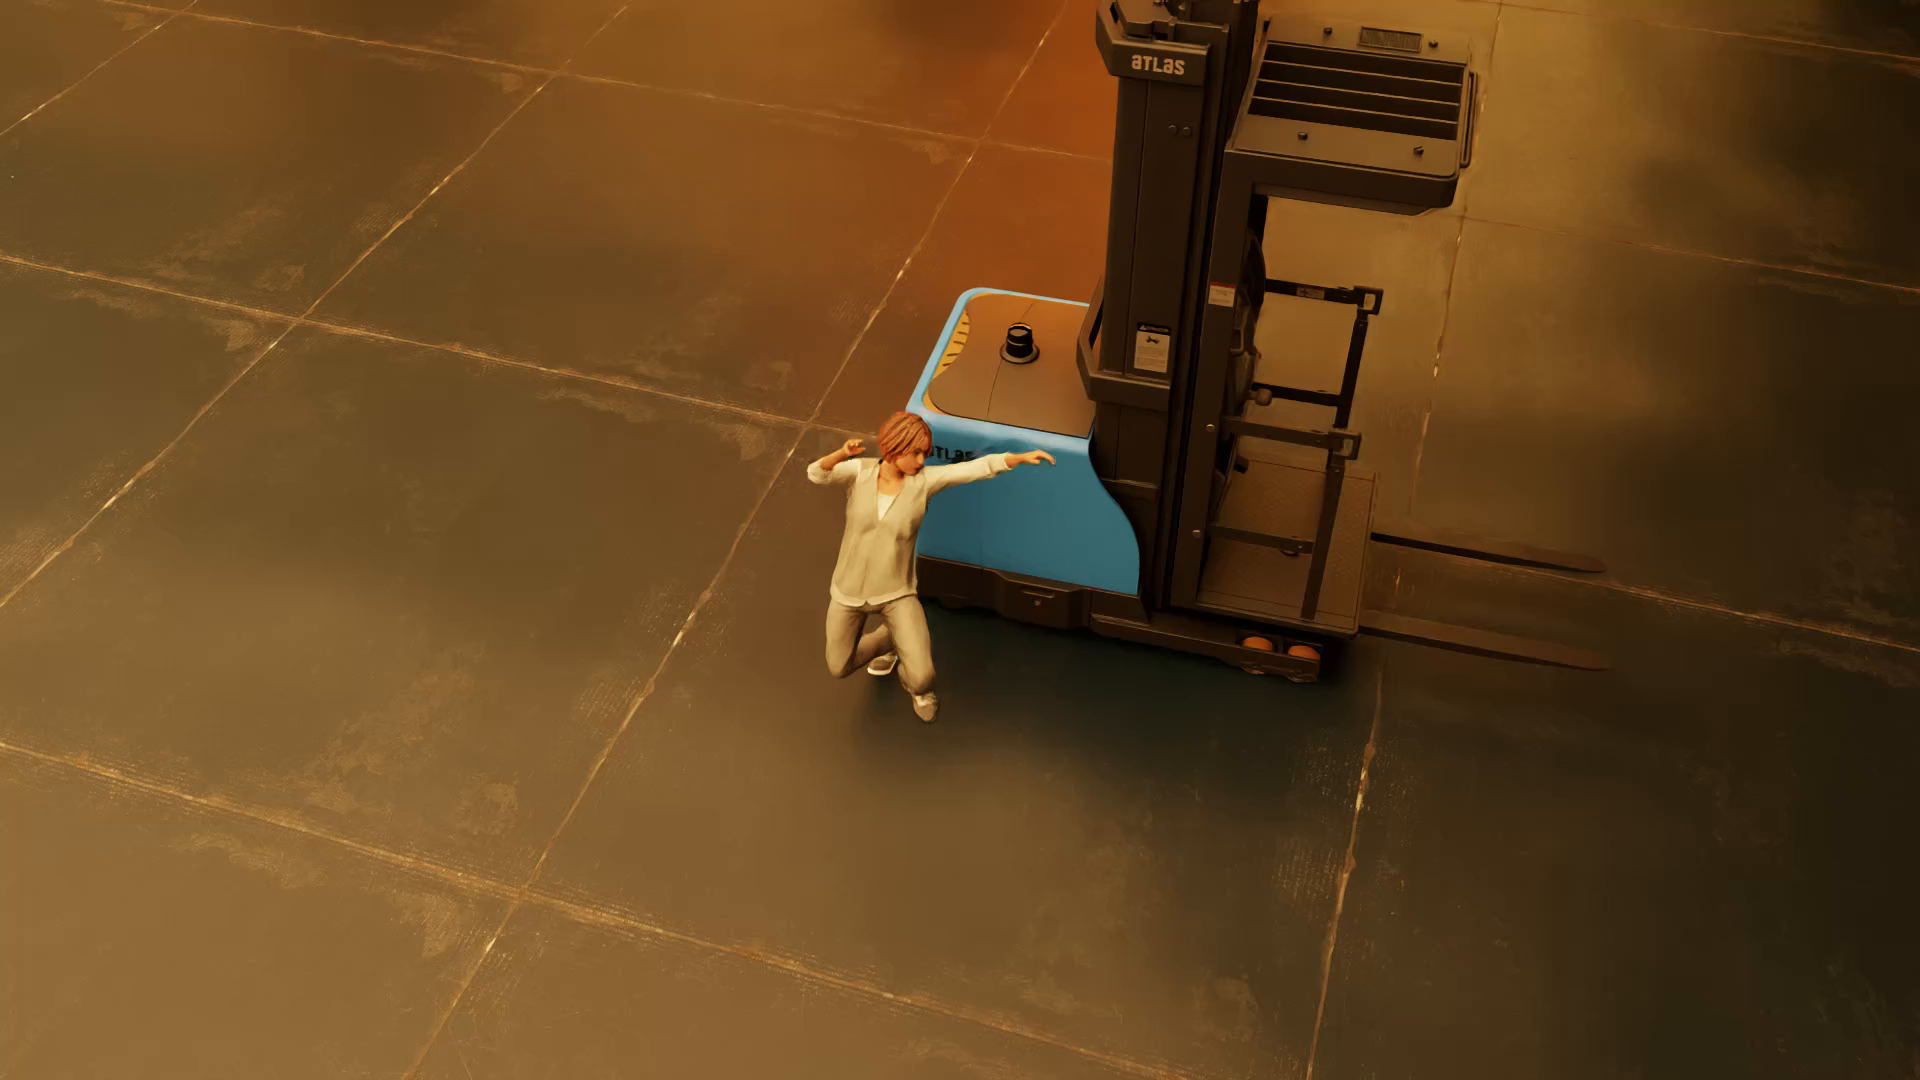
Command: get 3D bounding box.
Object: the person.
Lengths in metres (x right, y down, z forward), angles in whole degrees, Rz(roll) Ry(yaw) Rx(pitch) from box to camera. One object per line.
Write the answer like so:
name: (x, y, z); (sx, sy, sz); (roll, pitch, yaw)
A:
person: (-0.124, 0.138, 6.595); (0.931, 1.504, 0.727); (8, 43, 8)

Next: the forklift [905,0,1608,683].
forklift: (1.330, -0.862, 6.615); (3.031, 2.935, 1.130); (11, 44, 11)
